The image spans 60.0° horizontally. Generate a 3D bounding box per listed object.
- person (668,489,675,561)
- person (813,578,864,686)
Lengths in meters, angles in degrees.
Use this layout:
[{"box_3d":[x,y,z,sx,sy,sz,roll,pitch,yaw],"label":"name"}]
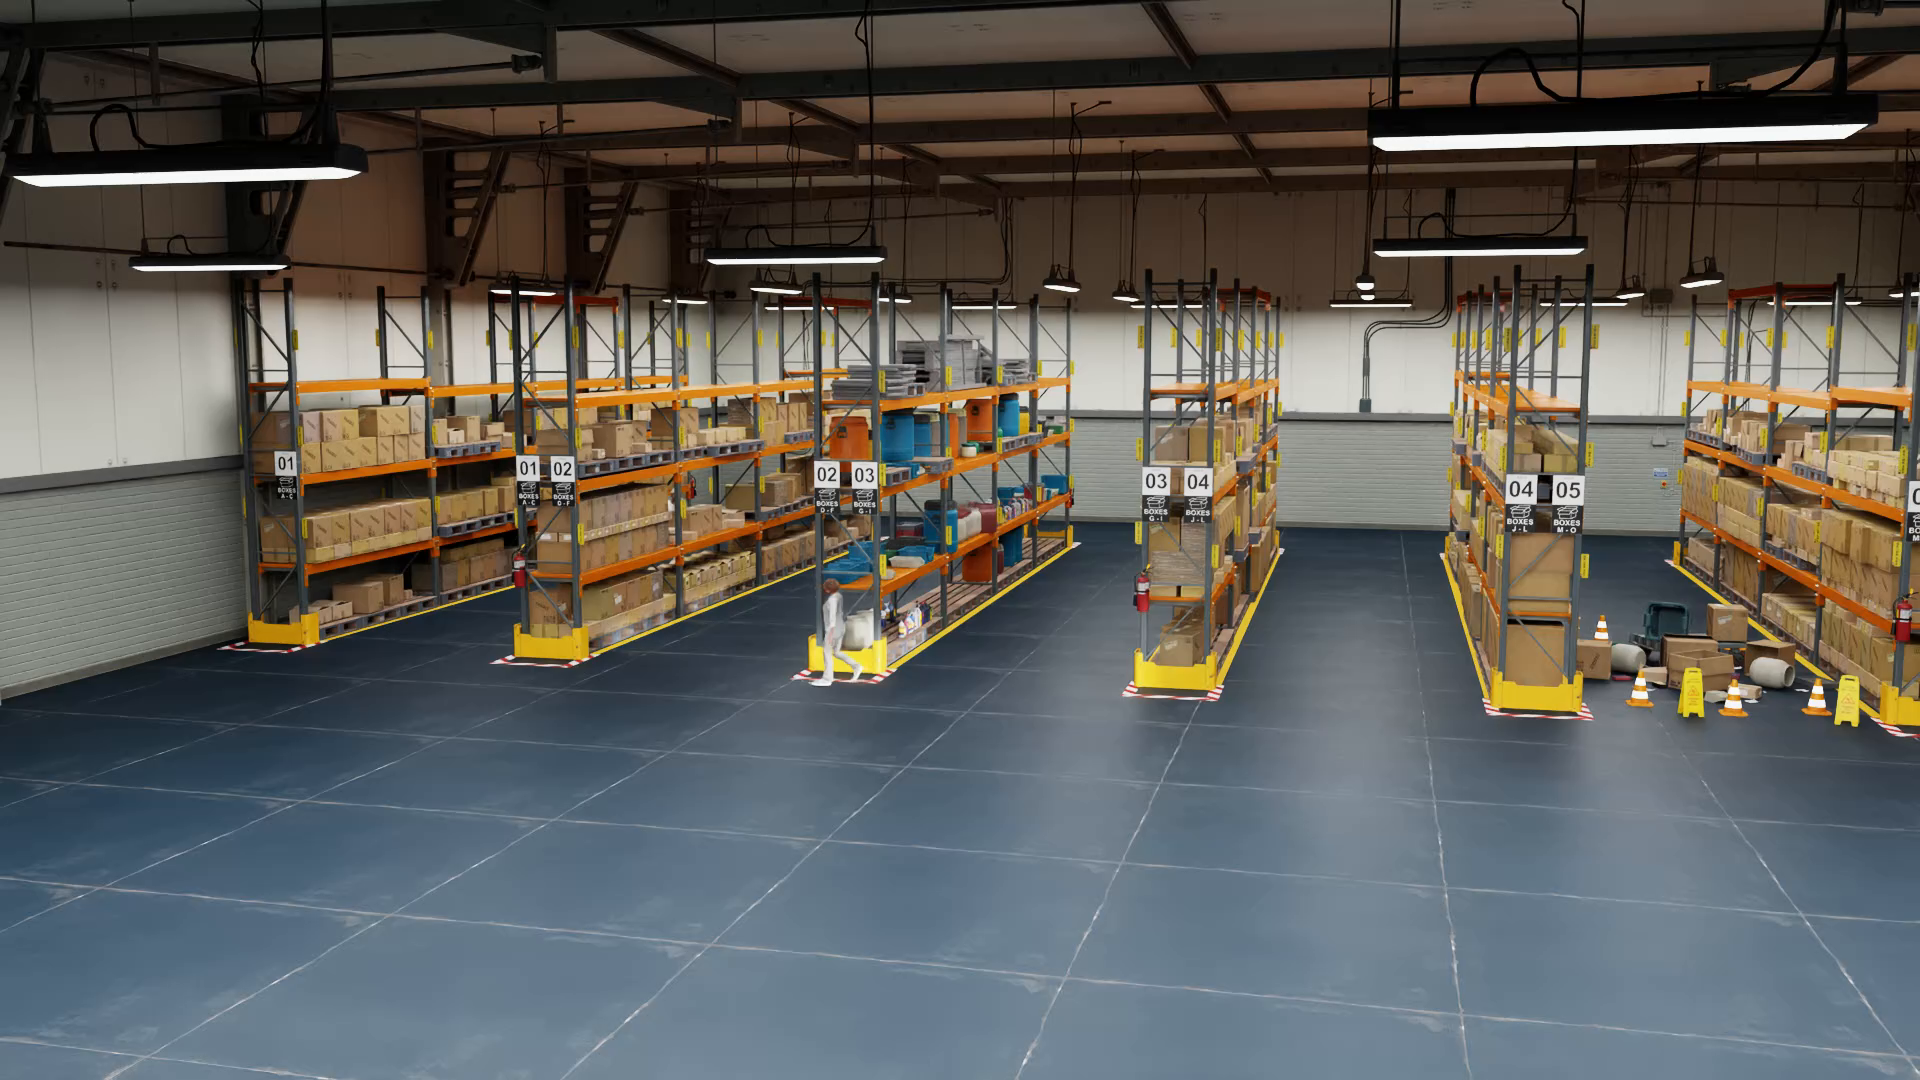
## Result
[{"box_3d":[-6.351,-0.287,36.892,0.556,1.727,1.096,1,7,11],"label":"person"},{"box_3d":[-1.768,1.332,24.133,0.719,1.577,0.505,2,7,14],"label":"person"}]
